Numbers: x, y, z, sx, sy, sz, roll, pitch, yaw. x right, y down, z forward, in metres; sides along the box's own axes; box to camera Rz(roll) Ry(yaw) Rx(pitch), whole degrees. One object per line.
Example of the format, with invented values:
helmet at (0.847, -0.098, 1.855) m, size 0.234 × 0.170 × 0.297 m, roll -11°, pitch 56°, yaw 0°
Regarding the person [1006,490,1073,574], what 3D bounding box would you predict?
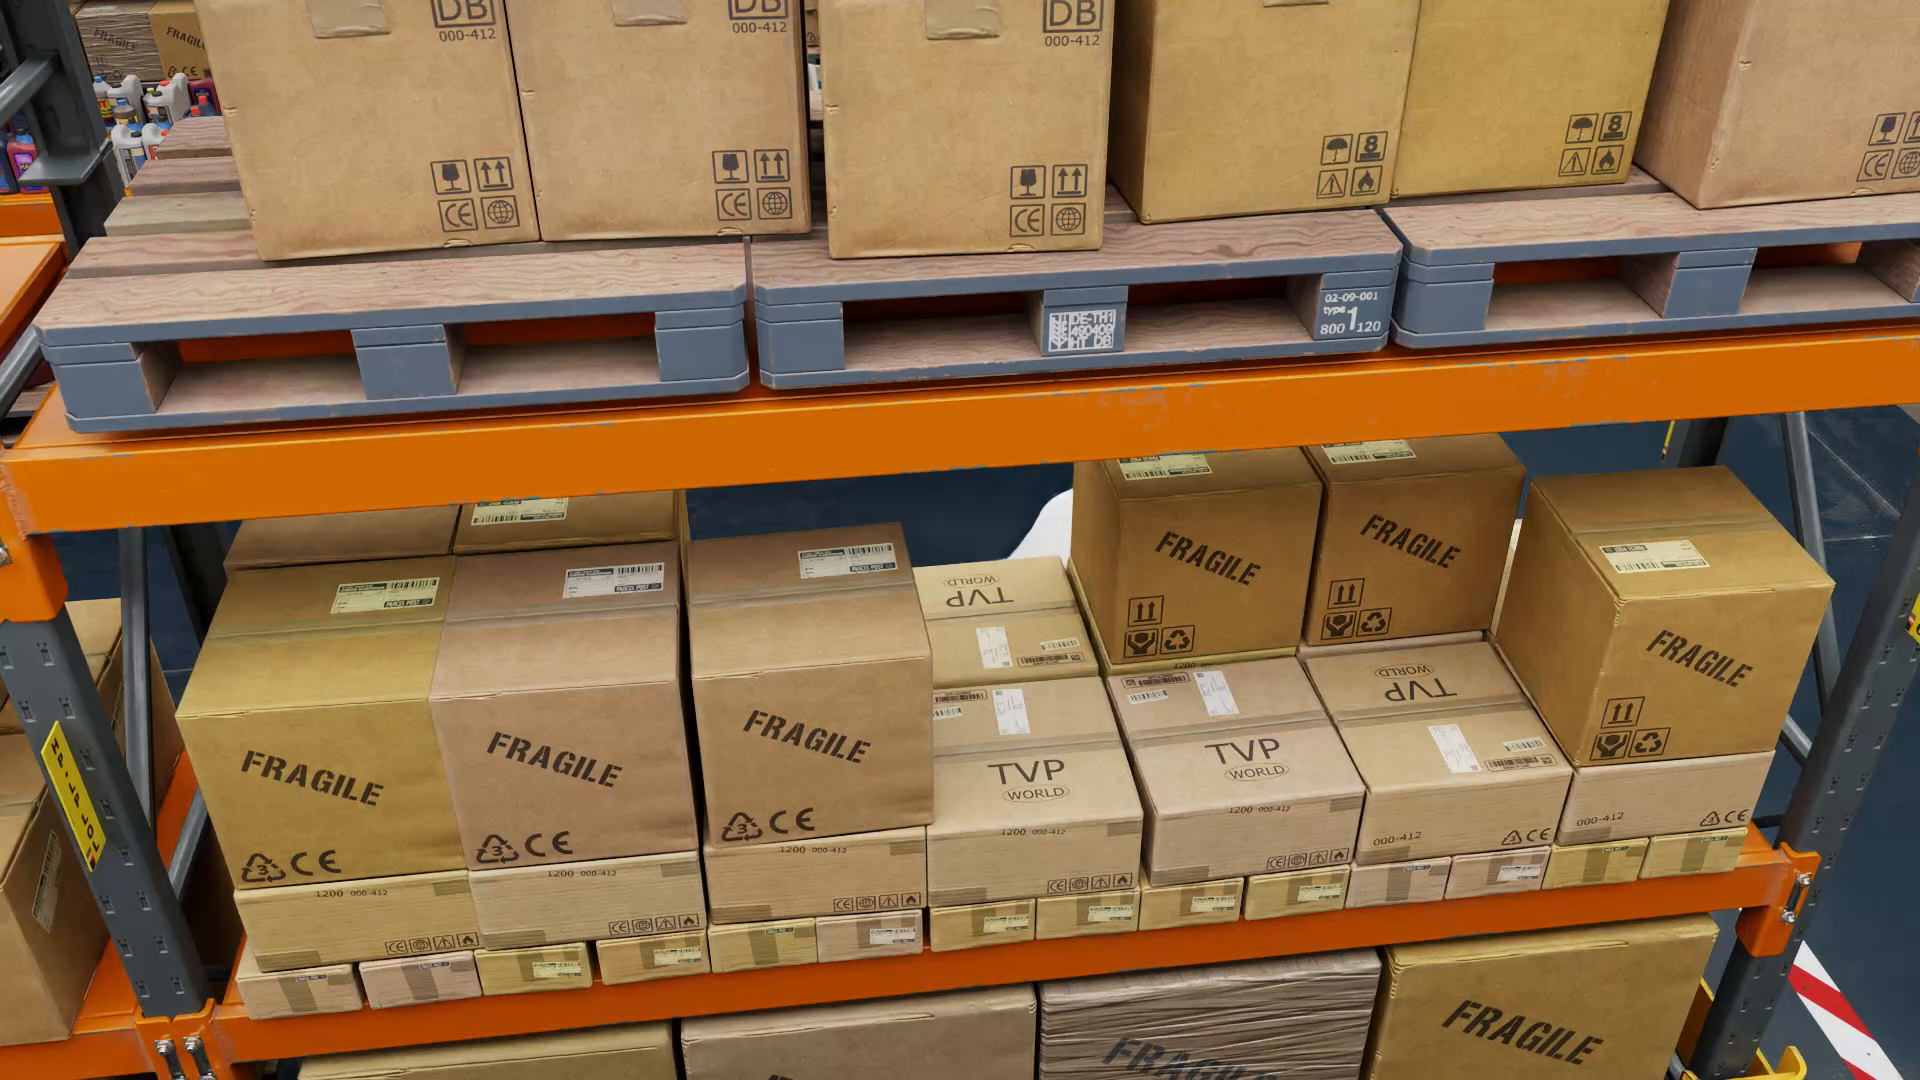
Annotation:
person at (0.400, 0.350, 5.928) m, size 0.768 × 1.422 × 0.592 m, roll -4°, pitch 35°, yaw -6°
